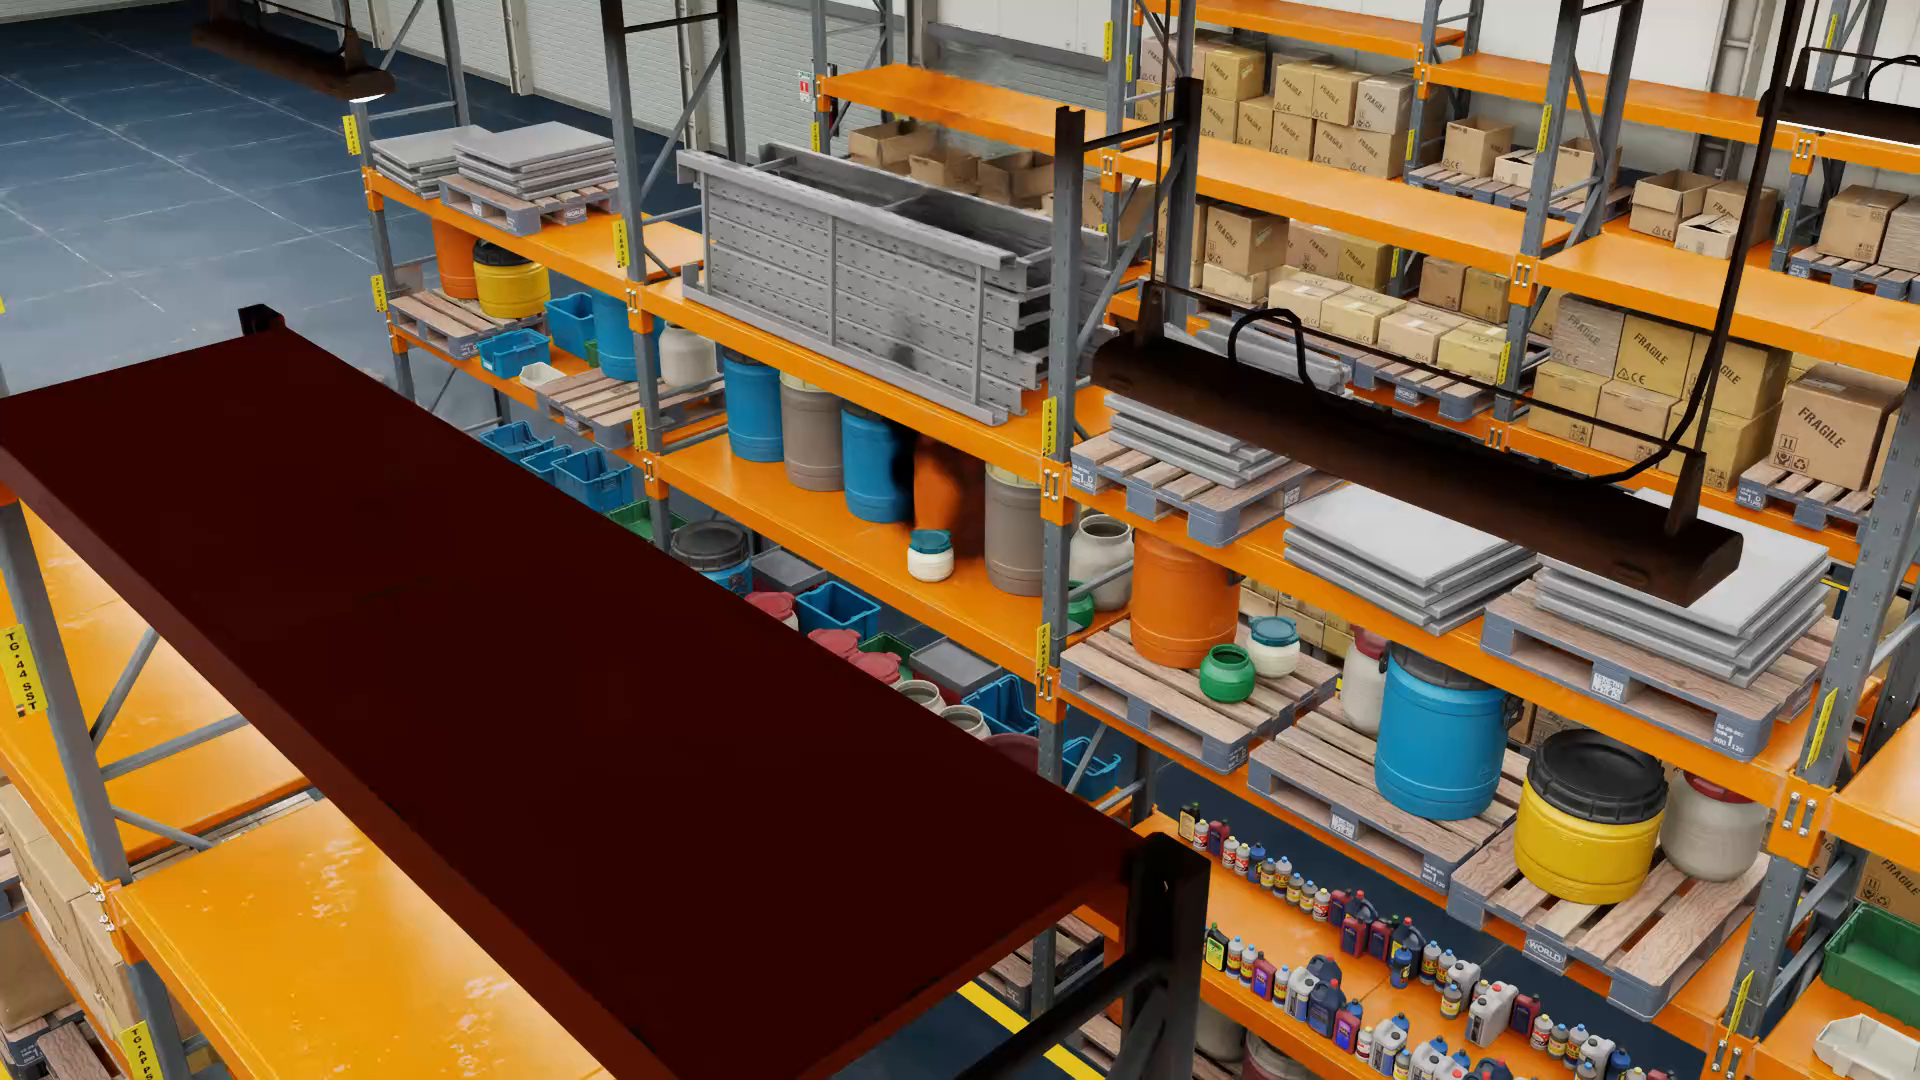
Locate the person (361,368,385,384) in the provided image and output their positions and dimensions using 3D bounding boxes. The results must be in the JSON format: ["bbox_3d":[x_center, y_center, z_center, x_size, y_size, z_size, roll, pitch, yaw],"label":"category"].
[{"bbox_3d":[-5.932,-0.952,16.882,0.566,1.664,0.648,-3,28,-5],"label":"person"}]
